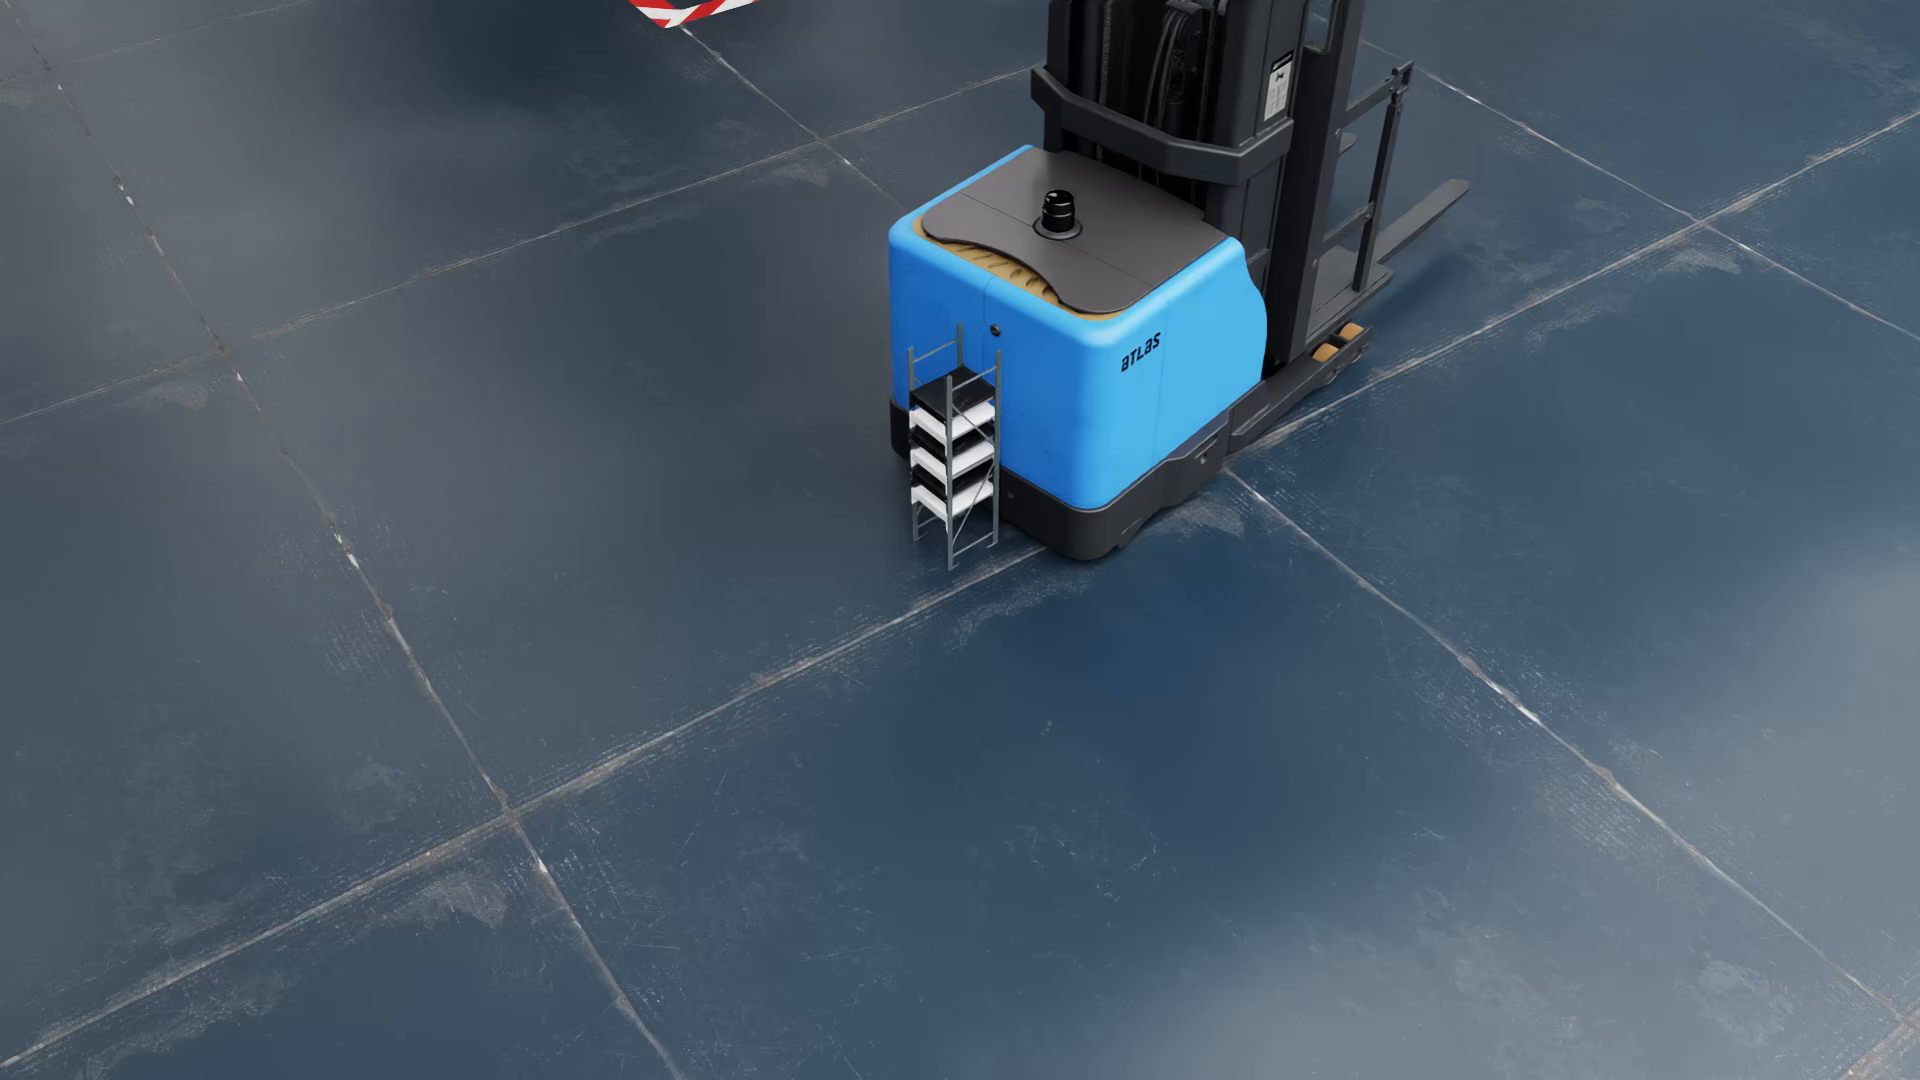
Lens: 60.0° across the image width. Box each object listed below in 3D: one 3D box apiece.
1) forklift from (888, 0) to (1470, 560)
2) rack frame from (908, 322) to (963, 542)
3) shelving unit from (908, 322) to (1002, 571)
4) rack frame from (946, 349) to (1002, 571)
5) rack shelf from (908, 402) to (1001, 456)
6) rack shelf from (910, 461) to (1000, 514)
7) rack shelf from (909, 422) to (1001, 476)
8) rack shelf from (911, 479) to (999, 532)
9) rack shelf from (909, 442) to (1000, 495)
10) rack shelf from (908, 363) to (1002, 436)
[{"bbox_3d":[1.088,-1.922,6.140,1.130,2.935,3.031,32,52,29],"label":"forklift"},{"bbox_3d":[-0.084,-0.372,5.988,0.240,0.900,0.006,-30,51,-28],"label":"rack frame"},{"bbox_3d":[-0.018,-0.318,5.932,0.258,0.900,0.210,-30,51,-28],"label":"shelving unit"},{"bbox_3d":[0.047,-0.265,5.876,0.240,0.900,0.006,-30,51,-28],"label":"rack frame"},{"bbox_3d":[-0.018,-0.425,5.831,0.258,0.077,0.200,-30,51,-28],"label":"rack shelf"},{"bbox_3d":[-0.018,-0.229,6.017,0.258,0.077,0.200,-30,51,-28],"label":"rack shelf"},{"bbox_3d":[-0.018,-0.359,5.893,0.258,0.077,0.200,-30,51,-28],"label":"rack shelf"},{"bbox_3d":[-0.018,-0.164,6.079,0.258,0.077,0.200,-30,51,-28],"label":"rack shelf"},{"bbox_3d":[-0.018,-0.294,5.955,0.258,0.077,0.200,-30,51,-28],"label":"rack shelf"},{"bbox_3d":[-0.018,-0.490,5.768,0.258,0.077,0.200,-30,51,-28],"label":"rack shelf"}]
